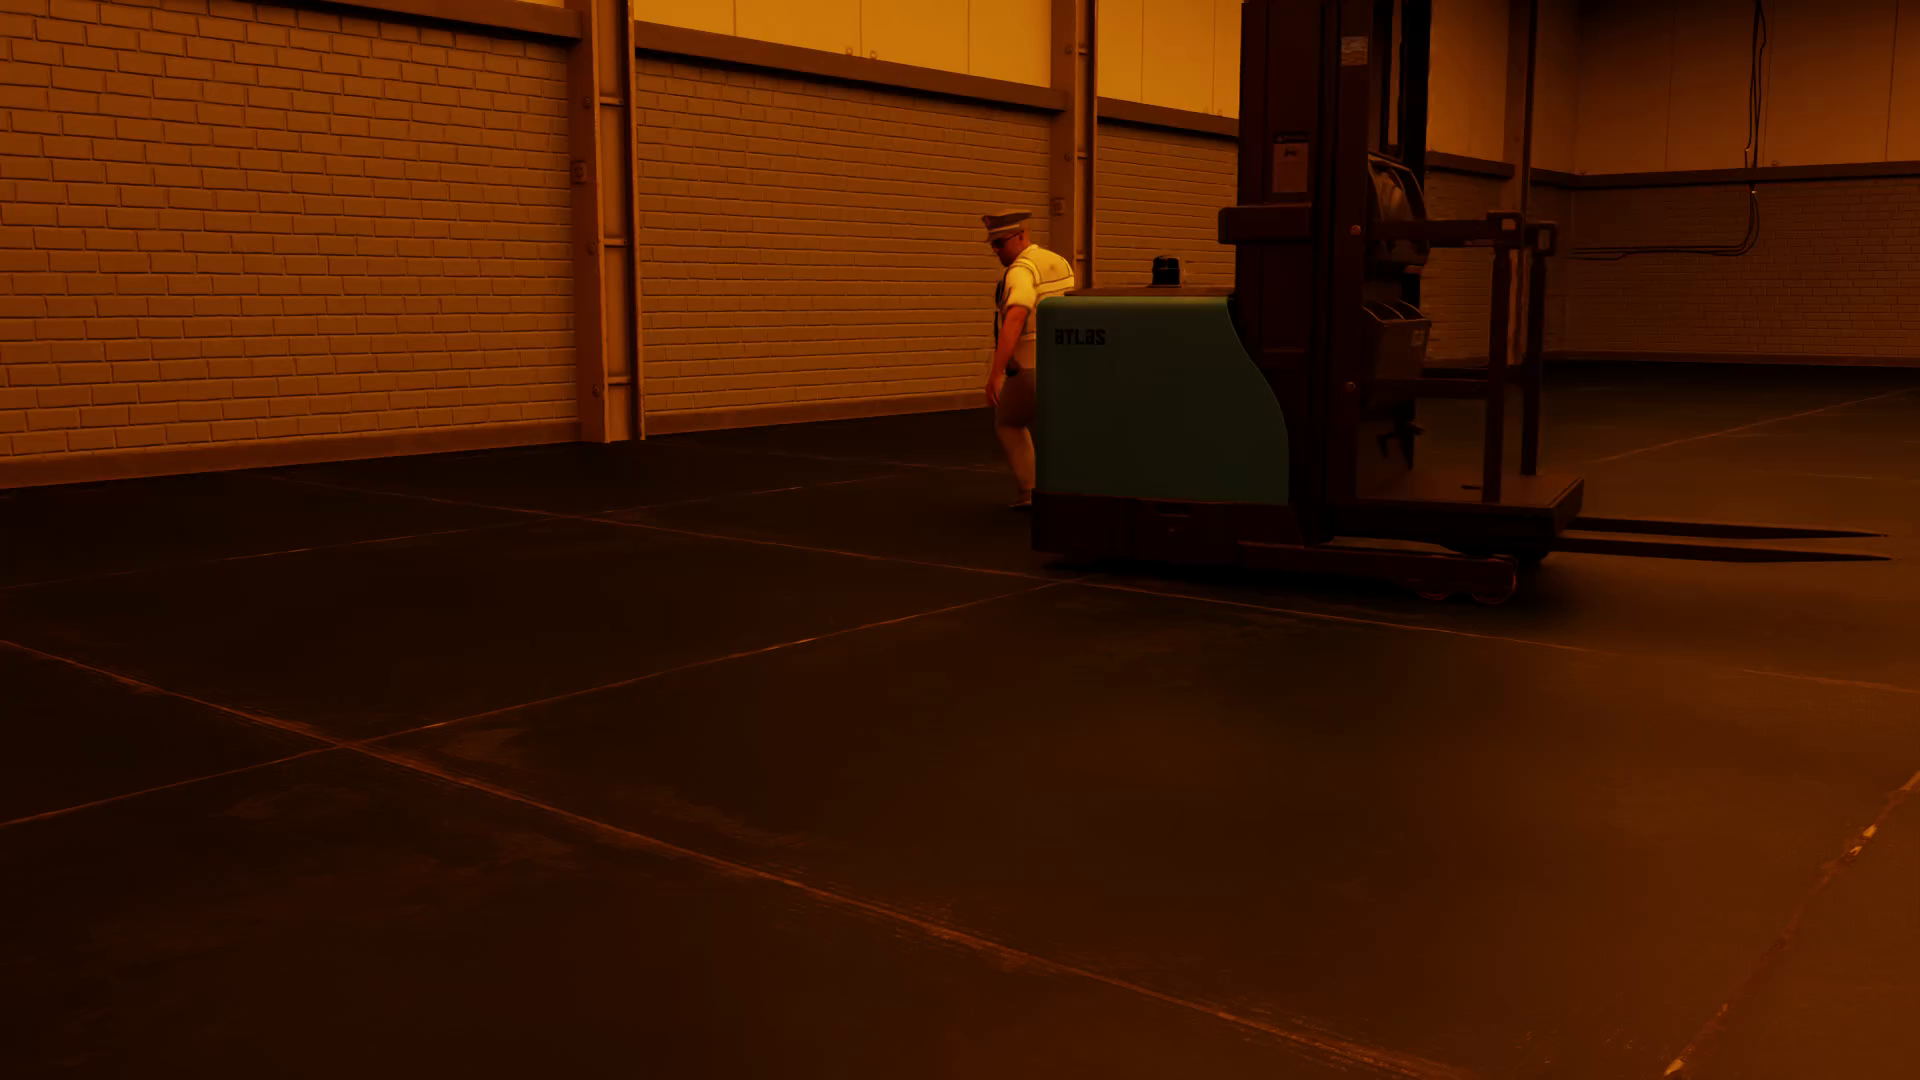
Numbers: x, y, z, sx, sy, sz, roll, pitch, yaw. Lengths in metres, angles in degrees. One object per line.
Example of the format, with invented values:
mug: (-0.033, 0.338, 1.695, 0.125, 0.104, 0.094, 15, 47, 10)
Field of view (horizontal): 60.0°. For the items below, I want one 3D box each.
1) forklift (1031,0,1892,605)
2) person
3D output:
forklift: (1.841, -1.309, 6.227, 3.031, 2.935, 1.130, 4, 9, 26)
person: (0.359, -0.880, 8.326, 0.654, 1.531, 0.830, -4, 9, -28)
